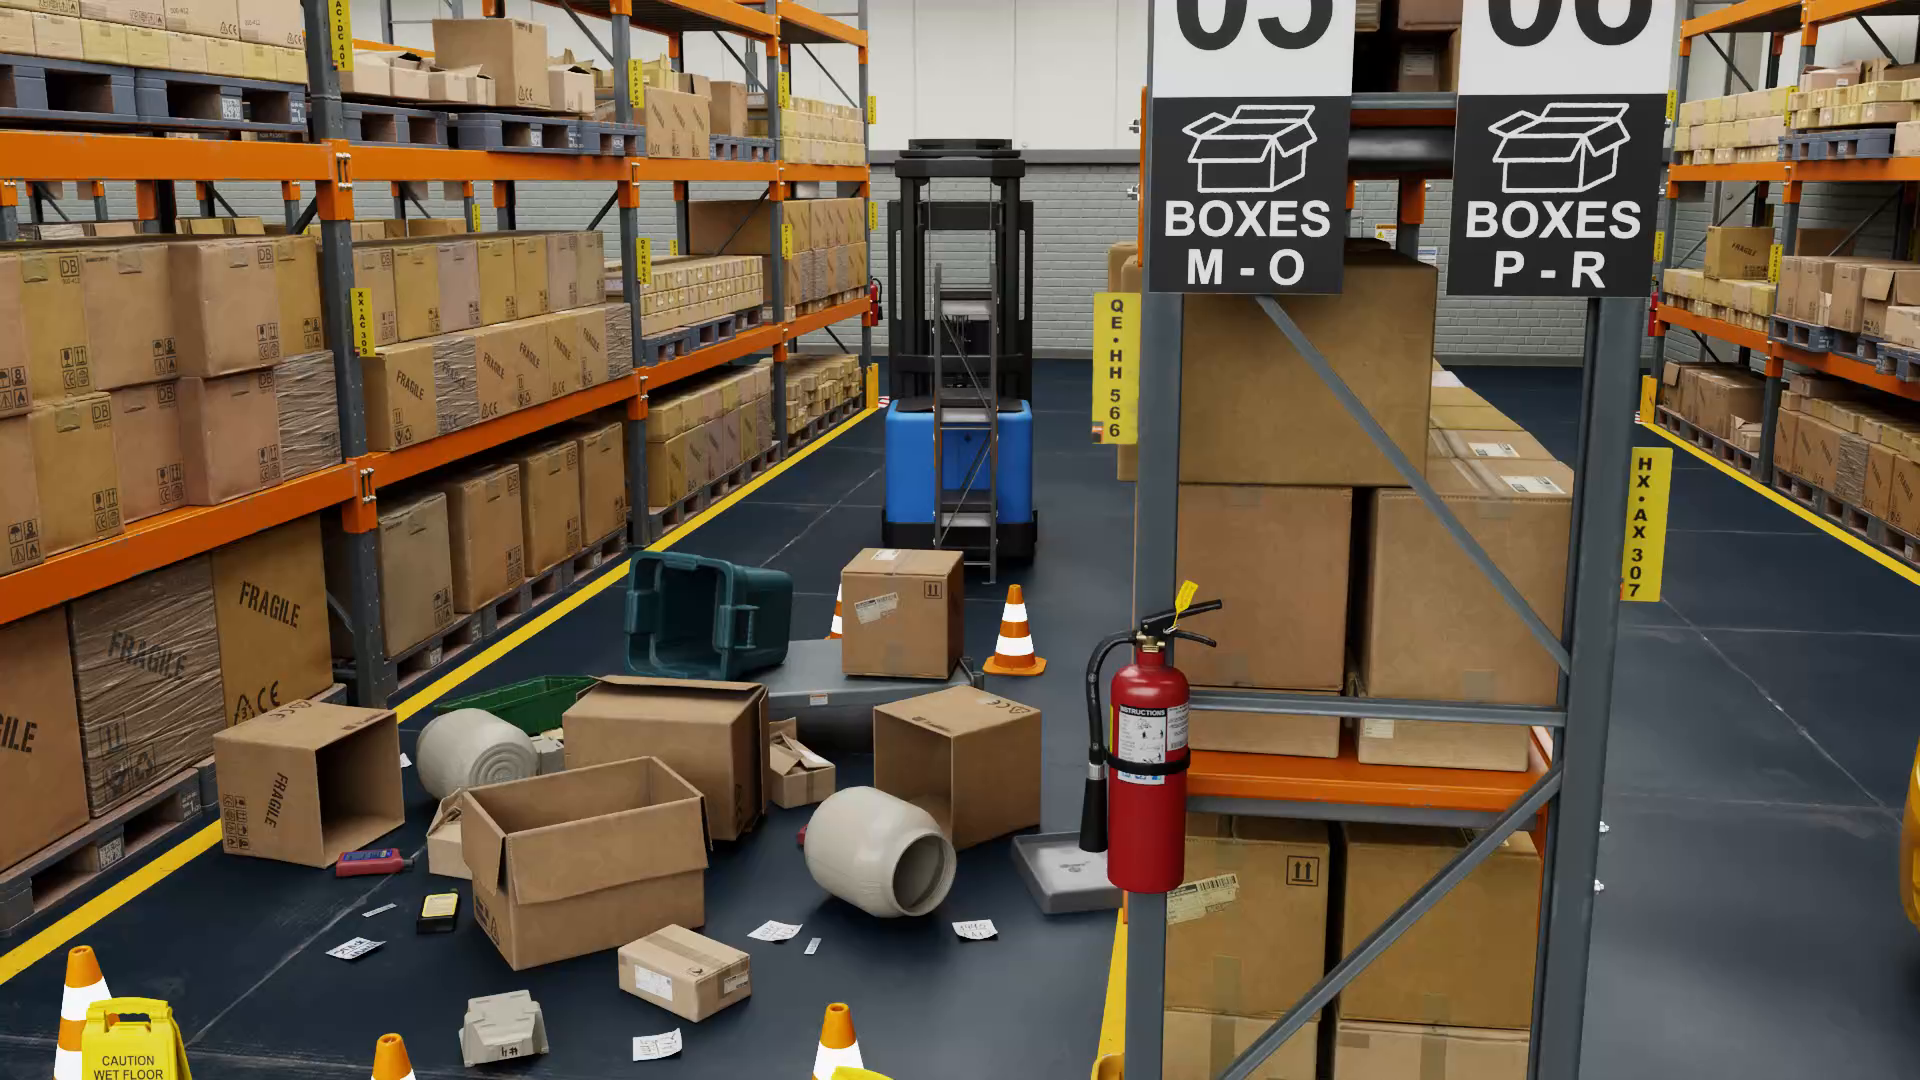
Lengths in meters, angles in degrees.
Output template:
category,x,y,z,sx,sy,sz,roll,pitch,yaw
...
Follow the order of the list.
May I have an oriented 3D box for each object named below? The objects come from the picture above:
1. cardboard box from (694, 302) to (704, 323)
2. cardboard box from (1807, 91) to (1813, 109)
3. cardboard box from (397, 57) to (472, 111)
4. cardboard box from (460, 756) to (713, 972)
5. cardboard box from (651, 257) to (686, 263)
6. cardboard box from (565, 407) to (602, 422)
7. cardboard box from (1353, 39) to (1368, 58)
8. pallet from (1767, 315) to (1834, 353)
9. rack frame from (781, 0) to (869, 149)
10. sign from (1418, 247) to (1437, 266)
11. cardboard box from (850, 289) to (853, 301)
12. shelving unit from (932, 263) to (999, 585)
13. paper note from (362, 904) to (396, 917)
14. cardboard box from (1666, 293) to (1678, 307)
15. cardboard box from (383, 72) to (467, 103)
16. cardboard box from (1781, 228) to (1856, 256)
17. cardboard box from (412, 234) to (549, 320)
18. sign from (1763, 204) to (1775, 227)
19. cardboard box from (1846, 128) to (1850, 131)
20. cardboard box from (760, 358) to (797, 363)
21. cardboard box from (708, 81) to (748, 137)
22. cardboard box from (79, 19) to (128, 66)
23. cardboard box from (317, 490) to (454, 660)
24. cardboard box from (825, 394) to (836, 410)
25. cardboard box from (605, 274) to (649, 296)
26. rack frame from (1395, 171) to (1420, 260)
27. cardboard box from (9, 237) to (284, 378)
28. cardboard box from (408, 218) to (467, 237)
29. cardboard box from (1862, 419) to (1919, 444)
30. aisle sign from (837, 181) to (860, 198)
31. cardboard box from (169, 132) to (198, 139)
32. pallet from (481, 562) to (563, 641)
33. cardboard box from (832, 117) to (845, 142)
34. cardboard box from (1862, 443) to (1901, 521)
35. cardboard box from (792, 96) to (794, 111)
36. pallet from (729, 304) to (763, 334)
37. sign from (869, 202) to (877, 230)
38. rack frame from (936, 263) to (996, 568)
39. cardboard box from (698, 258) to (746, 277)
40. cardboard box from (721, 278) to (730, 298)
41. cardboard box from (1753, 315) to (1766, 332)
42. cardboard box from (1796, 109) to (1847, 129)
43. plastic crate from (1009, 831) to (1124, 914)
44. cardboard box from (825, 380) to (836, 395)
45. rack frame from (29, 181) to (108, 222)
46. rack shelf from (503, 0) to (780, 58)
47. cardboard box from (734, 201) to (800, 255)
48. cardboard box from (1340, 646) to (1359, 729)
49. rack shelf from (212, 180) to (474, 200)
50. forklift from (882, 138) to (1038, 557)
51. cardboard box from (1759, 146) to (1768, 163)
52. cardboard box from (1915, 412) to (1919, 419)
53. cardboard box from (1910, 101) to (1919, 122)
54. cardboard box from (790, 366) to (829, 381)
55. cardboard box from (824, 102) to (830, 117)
category,x,y,z,sx,sy,sz,roll,pitch,yaw
cardboard box,-2.324,-1.876,13.676,0.380,0.149,0.250,2,12,9
cardboard box,7.183,-3.601,13.619,0.380,0.149,0.250,2,12,10
cardboard box,-3.279,-2.753,10.004,0.500,0.311,0.500,2,12,8
cardboard box,-1.350,1.147,5.977,0.797,0.503,0.637,-7,14,-30
cardboard box,-2.731,-2.511,15.213,0.380,0.149,0.250,2,12,10
cardboard box,-2.948,-0.931,12.851,0.500,0.250,0.500,2,12,7
cardboard box,0.786,-1.384,4.324,0.500,0.250,0.500,2,12,8
pallet,7.402,-1.707,13.750,1.003,0.211,1.213,2,12,9
rack frame,-1.564,-6.029,19.107,1.000,3.000,0.127,2,12,9
sign,6.760,-4.013,24.221,0.329,0.494,0.001,2,12,9
cardboard box,-1.434,-2.793,18.929,0.380,0.149,0.250,2,12,8
shelving unit,0.039,-0.782,11.137,0.431,2.100,0.503,0,12,0
paper note,-2.141,1.365,6.134,0.032,0.001,0.123,10,15,38
cardboard box,7.926,-2.614,18.100,0.380,0.149,0.250,2,12,8
cardboard box,-2.937,-2.479,9.118,0.380,0.149,0.250,2,12,9
cardboard box,8.125,-2.704,15.790,0.500,0.500,0.500,2,12,7
cardboard box,-3.026,-1.663,10.479,0.700,0.500,0.500,2,12,8
sign,8.793,-3.495,18.091,0.100,0.325,0.005,2,12,9
cardboard box,7.992,-3.598,14.600,0.500,0.250,0.500,2,12,7
cardboard box,-2.069,-1.991,18.969,0.380,0.149,0.250,2,12,8
cardboard box,-2.346,-3.908,15.155,0.700,0.500,0.500,2,12,9
cardboard box,-3.344,-1.844,6.173,0.380,0.149,0.250,2,12,8
cardboard box,-3.403,0.164,8.953,1.050,0.750,0.750,2,12,8
cardboard box,-1.568,-1.519,18.192,0.380,0.149,0.250,2,12,10
cardboard box,-2.531,-1.895,12.352,0.380,0.149,0.250,2,12,9
rack frame,1.497,-0.459,7.501,1.000,3.000,0.127,2,12,9
cardboard box,-3.470,-1.005,7.118,0.875,0.550,0.550,2,12,9
cardboard box,-6.265,-3.606,19.977,0.500,0.500,0.500,2,12,9
cardboard box,7.075,-0.818,12.564,0.380,0.149,0.250,1,12,6
aisle sign,-1.256,-4.372,19.490,0.394,0.787,0.004,2,12,9
cardboard box,-7.322,-3.848,15.321,0.500,0.311,0.500,1,12,7
pallet,-3.180,0.348,10.380,1.003,0.211,1.213,2,12,9
cardboard box,-1.542,-4.416,17.914,0.500,0.250,0.500,2,12,9
cardboard box,7.035,-0.422,12.270,0.500,0.500,0.500,2,12,11
cardboard box,-1.838,-4.258,16.233,0.380,0.149,0.250,2,12,8
pallet,-2.441,-2.015,15.179,1.003,0.211,1.213,2,12,9
sign,-1.019,-3.794,19.481,0.100,0.325,0.005,2,12,9
rack frame,0.041,-0.833,11.376,0.400,2.100,0.015,0,12,0
cardboard box,-2.130,-2.437,14.868,0.380,0.149,0.250,1,12,7
cardboard box,-2.205,-2.184,14.402,0.380,0.149,0.250,1,12,6
cardboard box,7.451,-1.970,15.113,0.380,0.149,0.250,2,12,10
cardboard box,7.120,-3.459,13.668,0.380,0.149,0.250,2,12,9
plastic crate,0.445,1.269,6.415,0.402,0.080,0.583,-2,12,-11
cardboard box,-1.566,-1.665,18.162,0.380,0.149,0.250,3,12,11
rack frame,-11.343,-3.438,21.327,1.000,3.000,0.127,2,12,9
rack shelf,-2.487,-4.232,13.429,1.077,0.370,4.000,2,12,9
cardboard box,-1.869,-3.032,16.127,0.500,0.500,0.500,2,12,10
cardboard box,1.163,0.380,4.207,0.380,0.149,0.250,2,12,9
rack shelf,-6.757,-3.976,18.410,1.077,0.370,4.000,2,12,9
forklift,0.005,-1.564,12.793,1.130,2.935,3.031,0,12,0
cardboard box,7.487,-3.498,15.082,0.380,0.149,0.250,2,12,11
cardboard box,7.704,-0.907,12.981,0.380,0.149,0.250,2,12,9
cardboard box,7.058,-3.068,11.897,0.380,0.149,0.250,2,12,10
cardboard box,-1.644,-1.811,18.133,0.380,0.149,0.250,1,12,7
cardboard box,-1.583,-4.530,17.495,0.380,0.149,0.250,2,12,7
